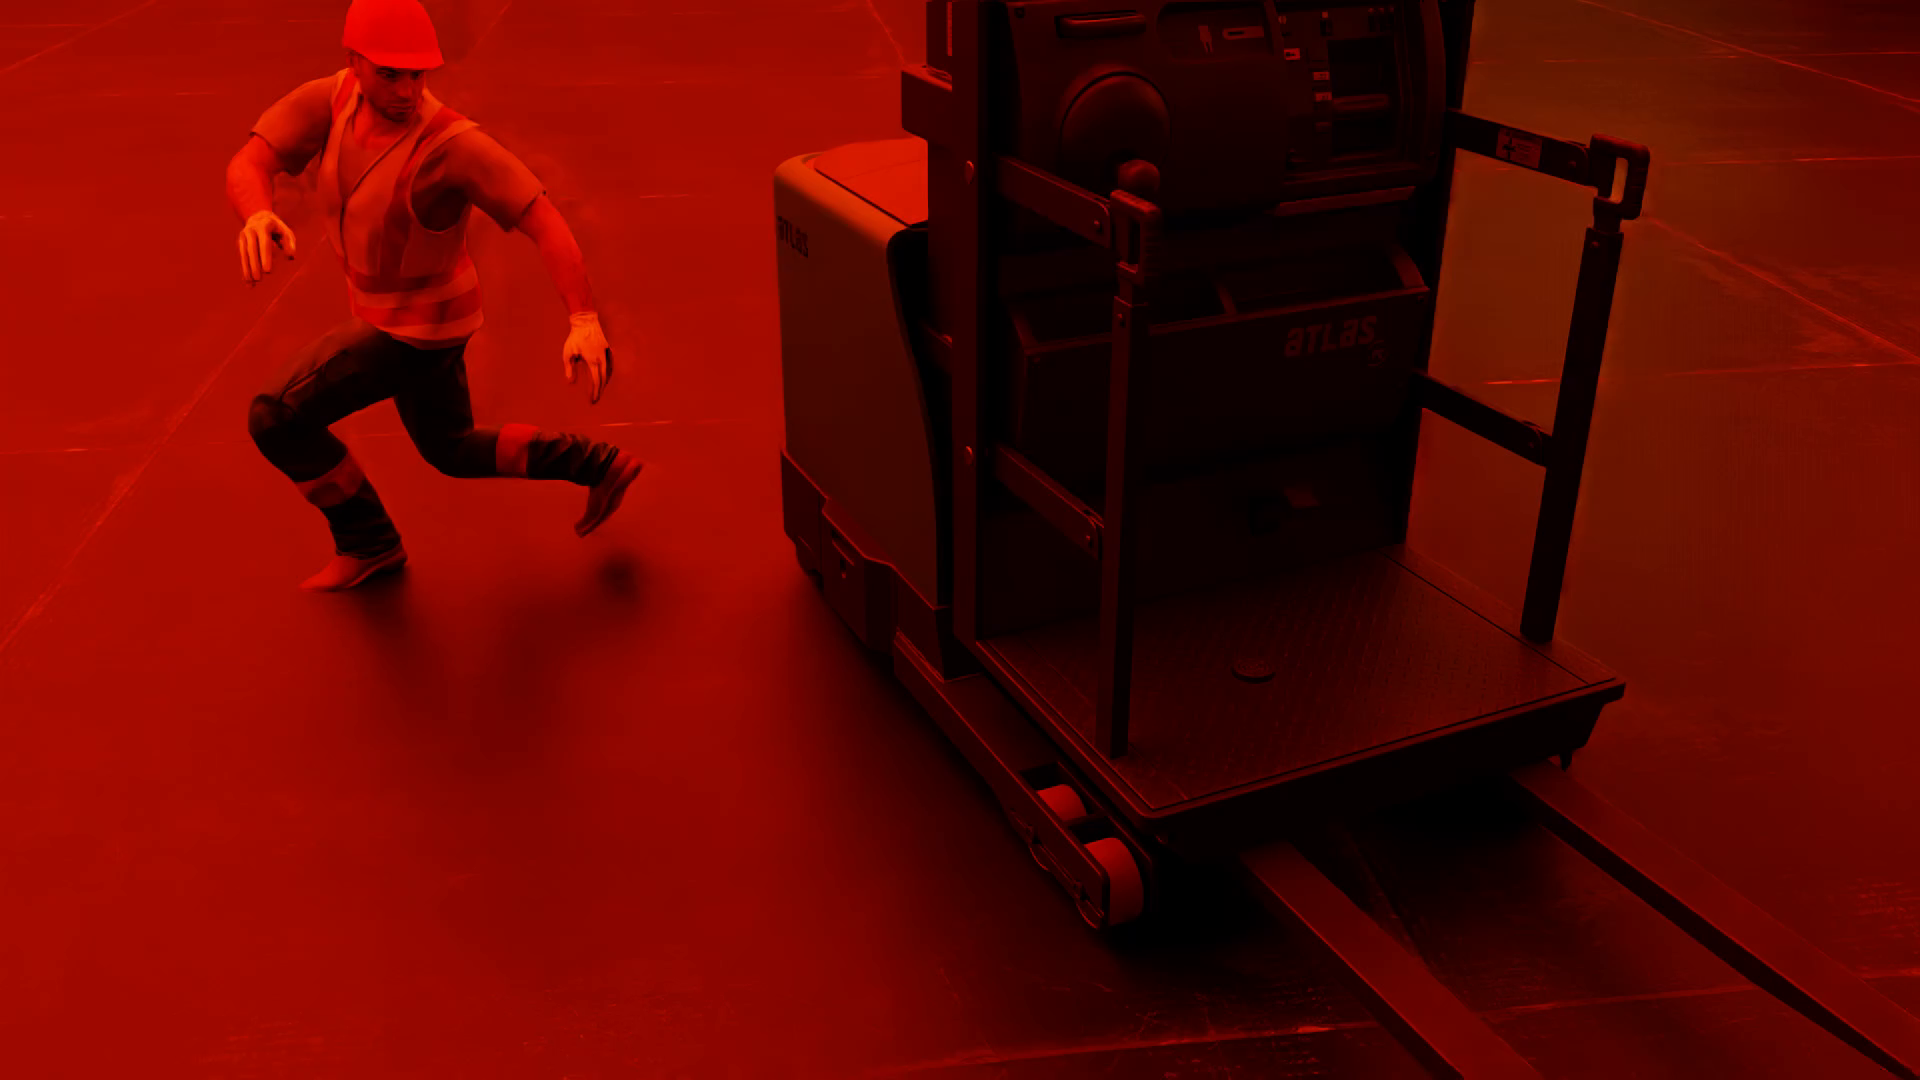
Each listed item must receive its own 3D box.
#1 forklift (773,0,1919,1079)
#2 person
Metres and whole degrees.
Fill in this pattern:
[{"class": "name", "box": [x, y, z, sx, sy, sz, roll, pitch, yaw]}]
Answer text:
[{"class": "forklift", "box": [0.606, -0.813, 2.916, 1.130, 2.935, 3.031, -11, 28, -22]}, {"class": "person", "box": [-1.291, -0.572, 4.102, 0.953, 1.540, 0.685, -11, 28, -22]}]
